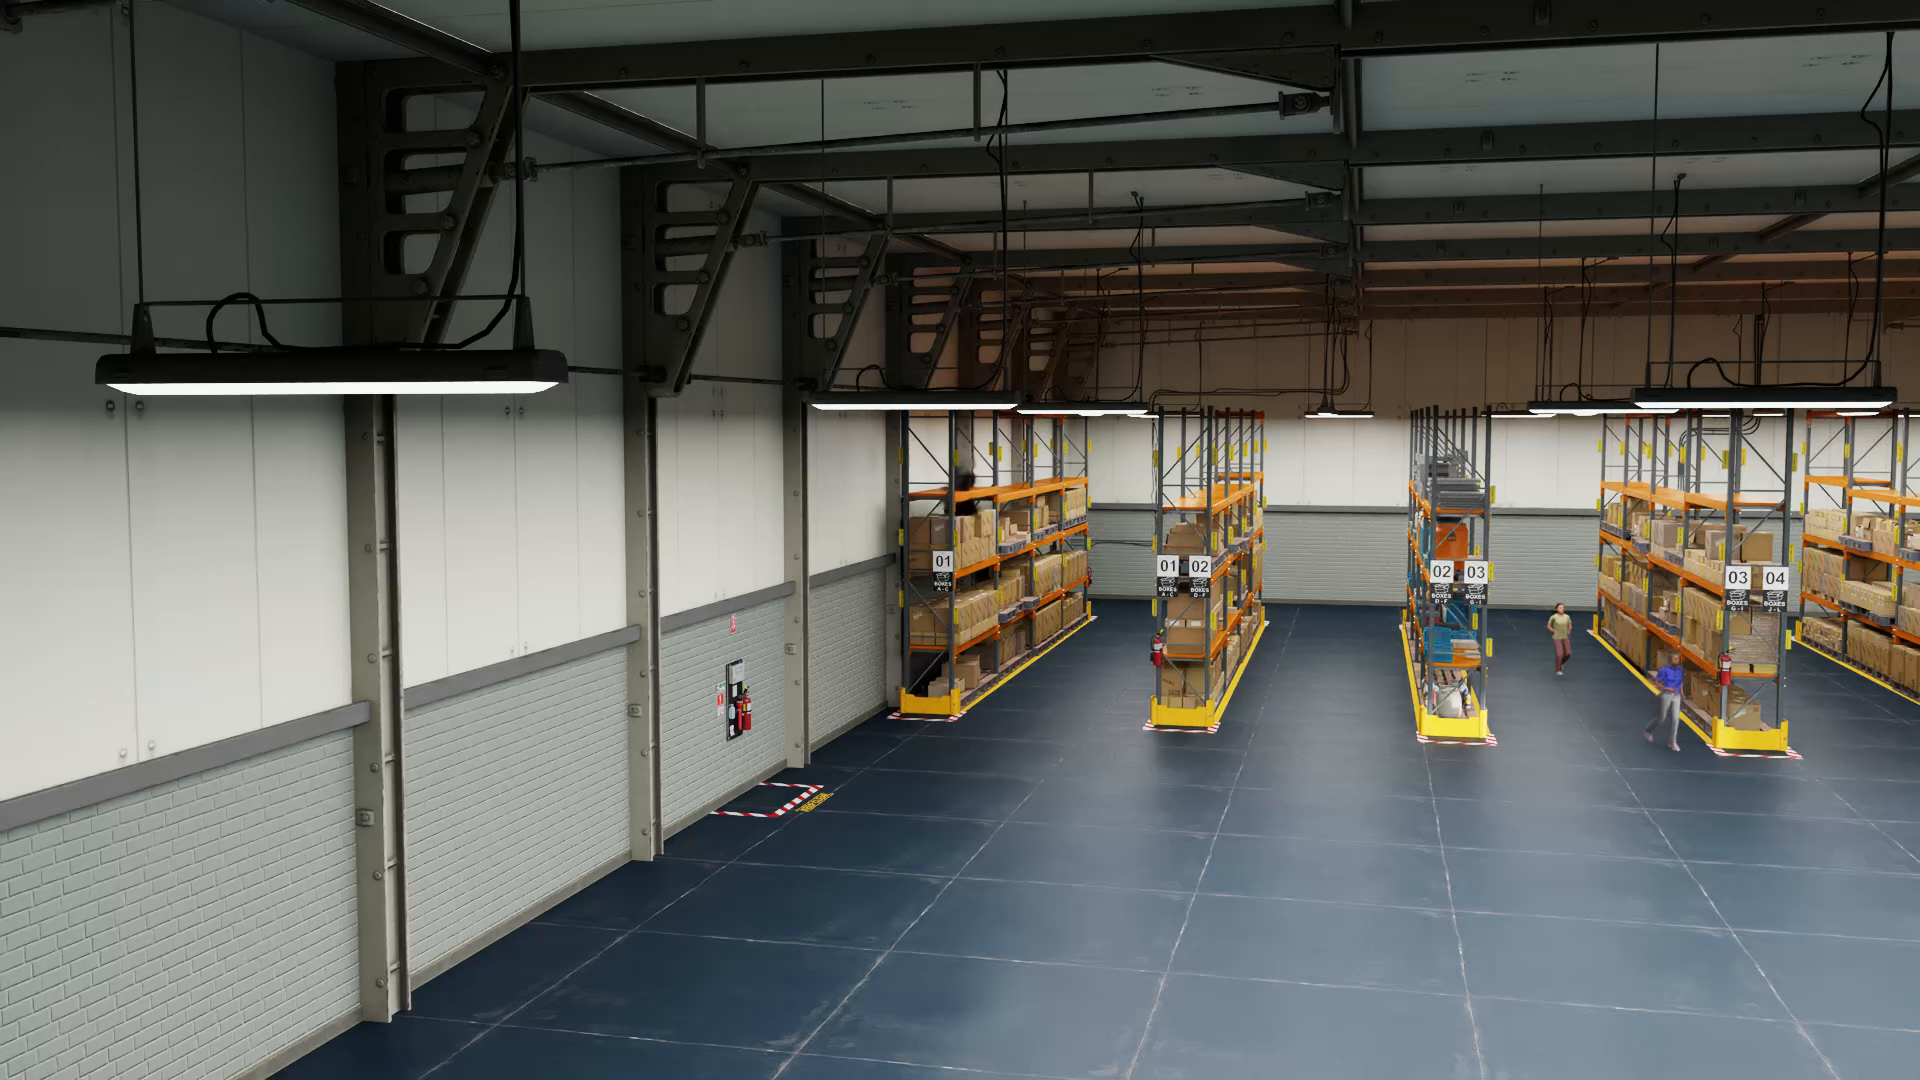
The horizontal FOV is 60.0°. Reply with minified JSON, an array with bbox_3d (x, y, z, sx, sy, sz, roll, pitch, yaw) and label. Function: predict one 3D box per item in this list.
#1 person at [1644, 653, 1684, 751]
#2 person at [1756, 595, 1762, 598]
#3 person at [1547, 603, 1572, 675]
[{"bbox_3d":[12.466,2.811,29.195,0.611,1.671,0.806,-1,4,-10],"label":"person"},{"bbox_3d":[20.664,1.761,43.901,0.874,1.604,0.699,-2,5,-28],"label":"person"},{"bbox_3d":[13.518,2.223,37.433,0.576,1.622,0.557,0,4,0],"label":"person"}]
